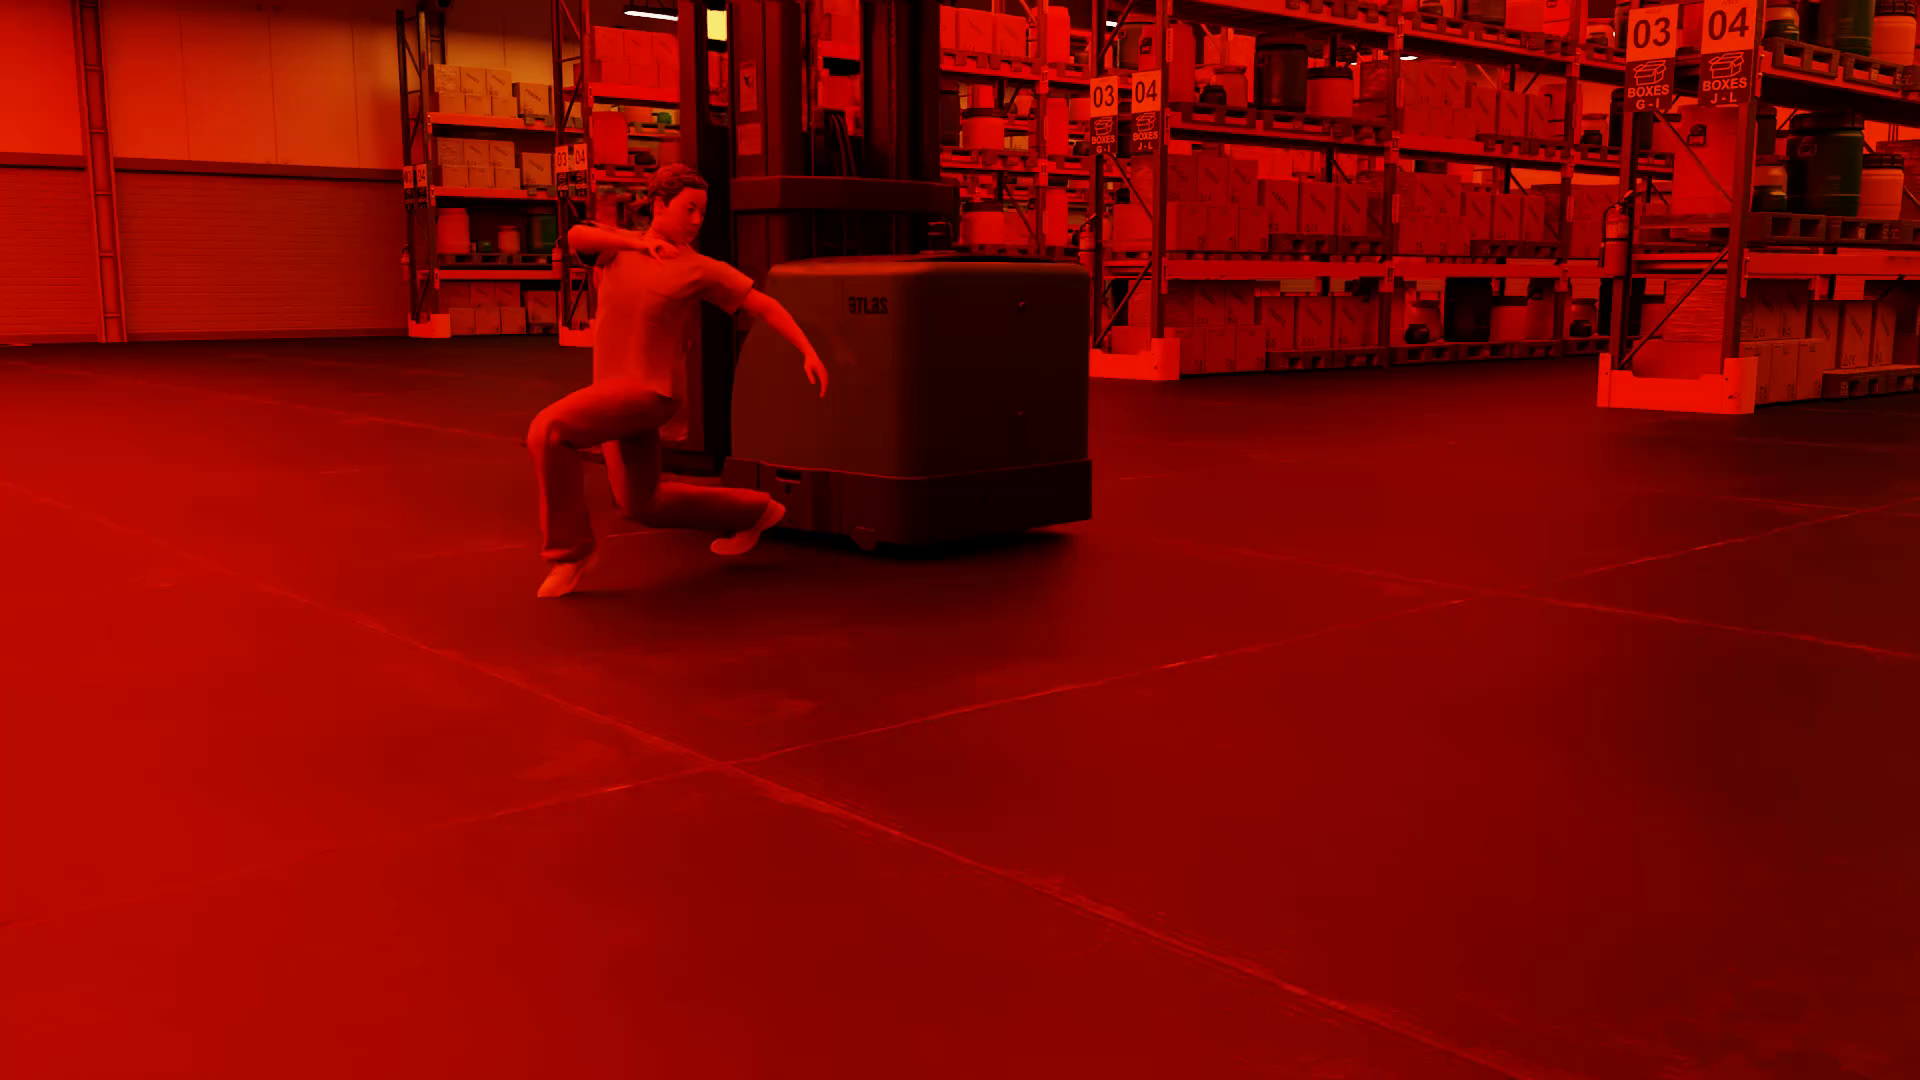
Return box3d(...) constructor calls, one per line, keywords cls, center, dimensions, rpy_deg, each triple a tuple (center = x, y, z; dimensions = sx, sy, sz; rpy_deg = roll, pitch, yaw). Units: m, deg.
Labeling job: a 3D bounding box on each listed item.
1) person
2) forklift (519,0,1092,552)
box3d(cls="person", center=(-0.934, -0.536, 5.529), dimensions=(0.723, 1.415, 0.959), rpy_deg=(7, 11, 37))
box3d(cls="forklift", center=(-0.867, -1.576, 7.138), dimensions=(1.130, 2.935, 3.031), rpy_deg=(-9, 12, -44))
